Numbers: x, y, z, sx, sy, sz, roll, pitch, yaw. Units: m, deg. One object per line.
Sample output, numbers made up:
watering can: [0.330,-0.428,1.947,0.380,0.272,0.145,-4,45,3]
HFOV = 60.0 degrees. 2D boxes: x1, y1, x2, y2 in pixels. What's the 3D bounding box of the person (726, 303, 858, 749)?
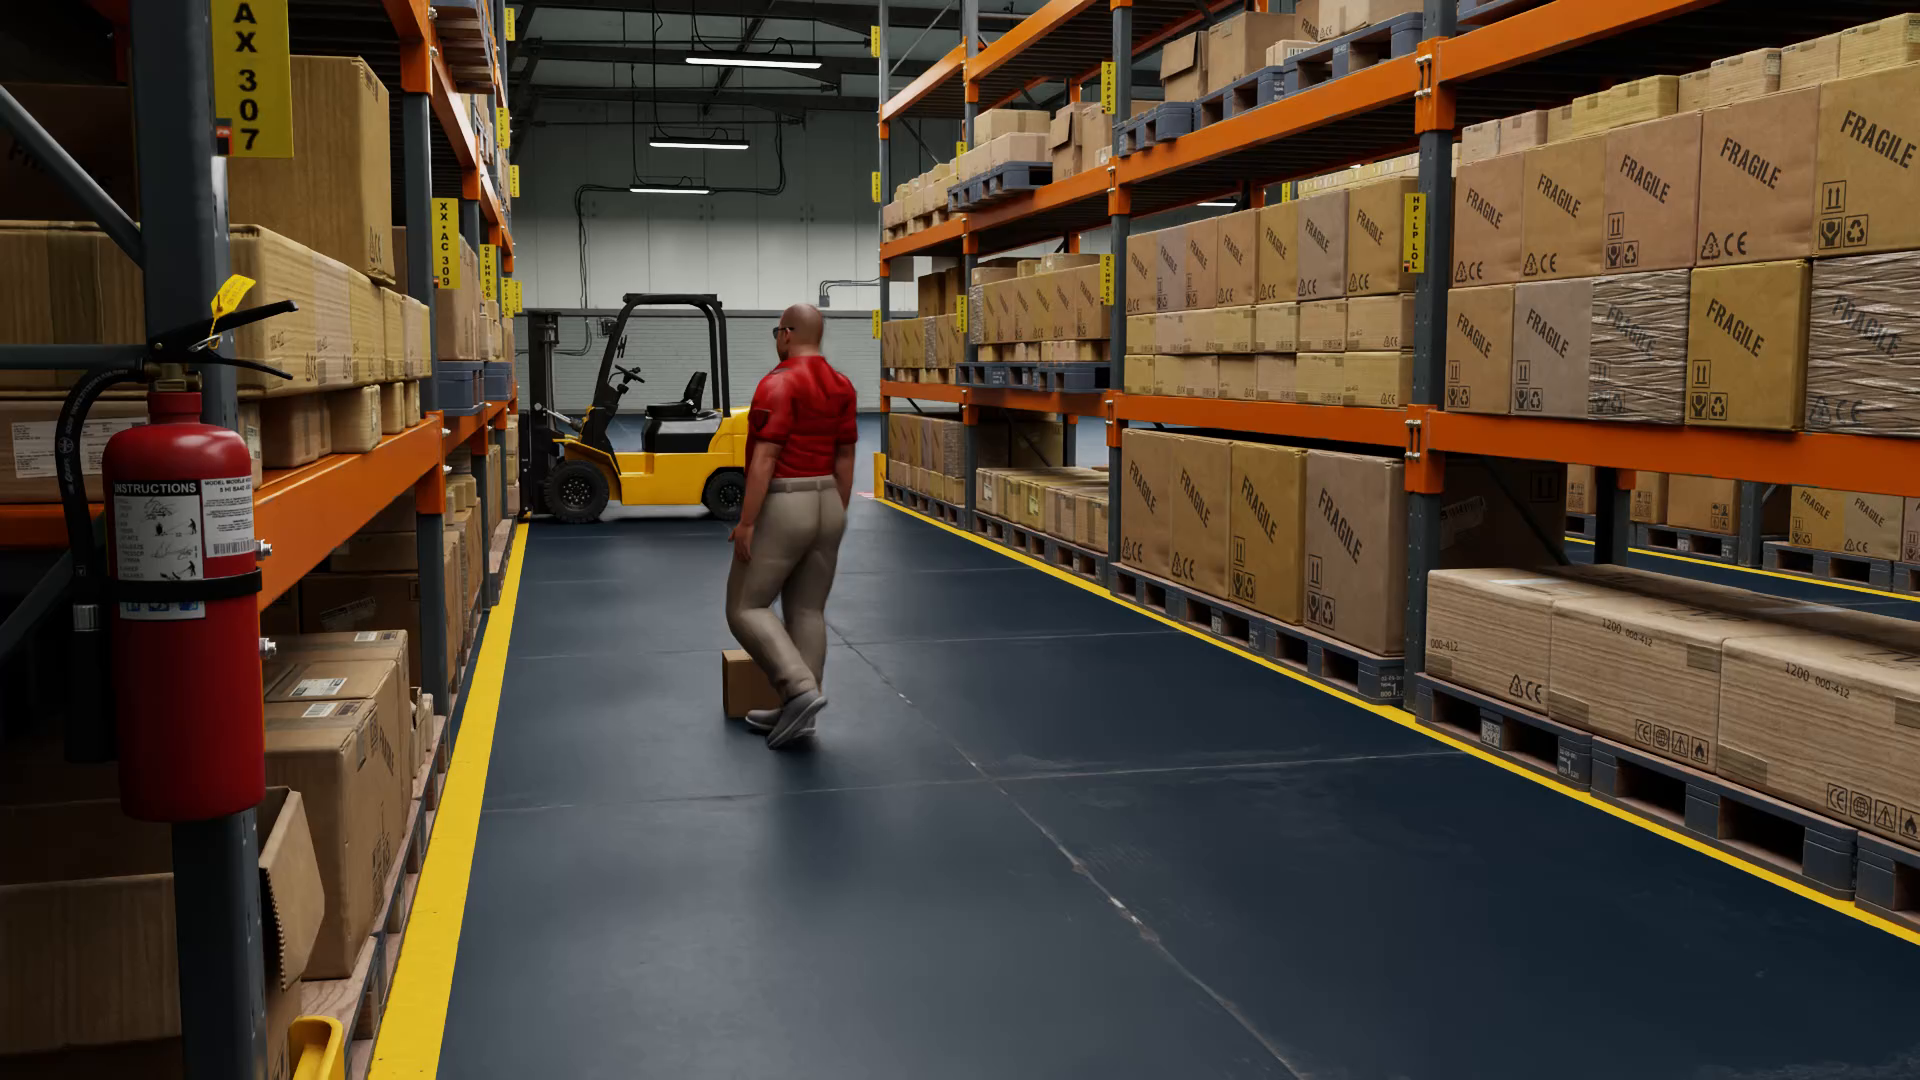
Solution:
person: [-0.665,-0.062,6.605,0.530,1.743,0.560,4,8,36]
